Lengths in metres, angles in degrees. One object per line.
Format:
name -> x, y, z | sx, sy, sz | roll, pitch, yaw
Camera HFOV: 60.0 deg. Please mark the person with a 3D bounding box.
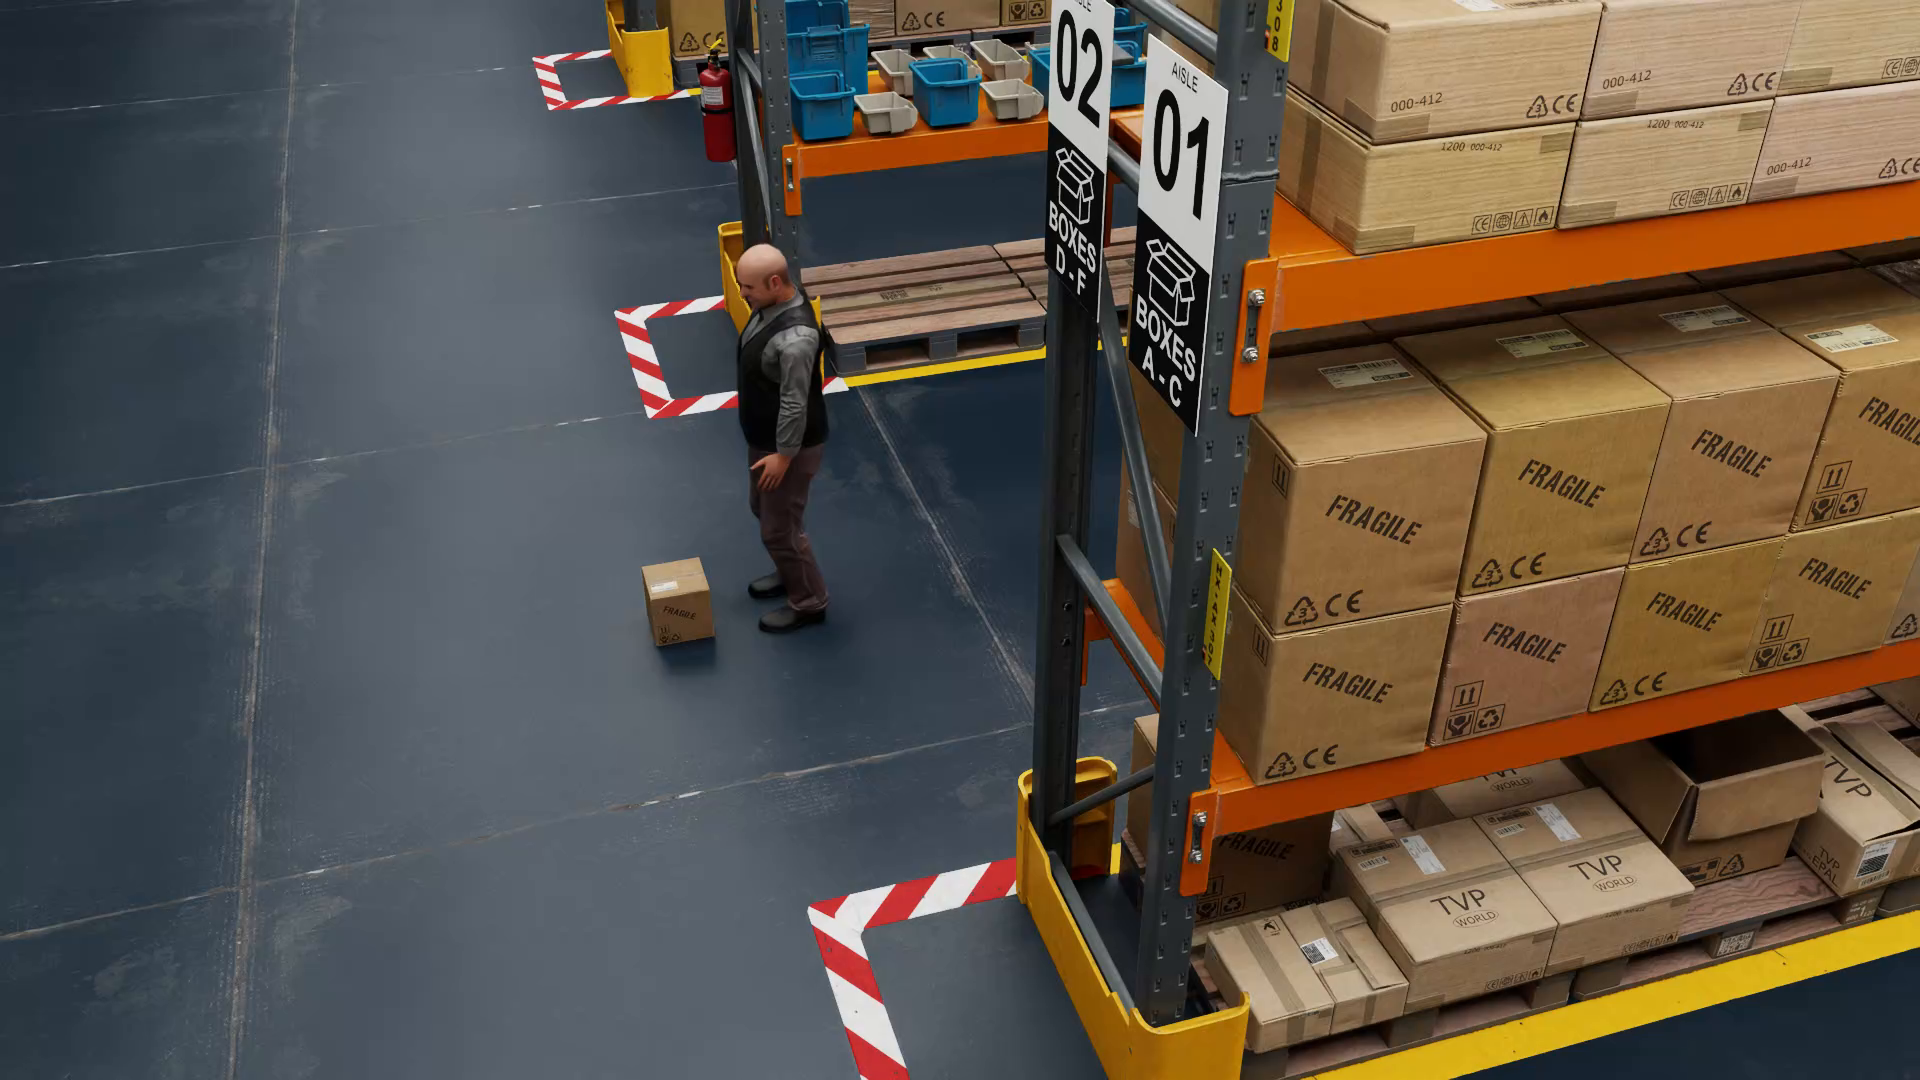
person -> -0.722, -0.410, 6.801 | 0.361, 1.713, 0.538 | -9, 35, -14
